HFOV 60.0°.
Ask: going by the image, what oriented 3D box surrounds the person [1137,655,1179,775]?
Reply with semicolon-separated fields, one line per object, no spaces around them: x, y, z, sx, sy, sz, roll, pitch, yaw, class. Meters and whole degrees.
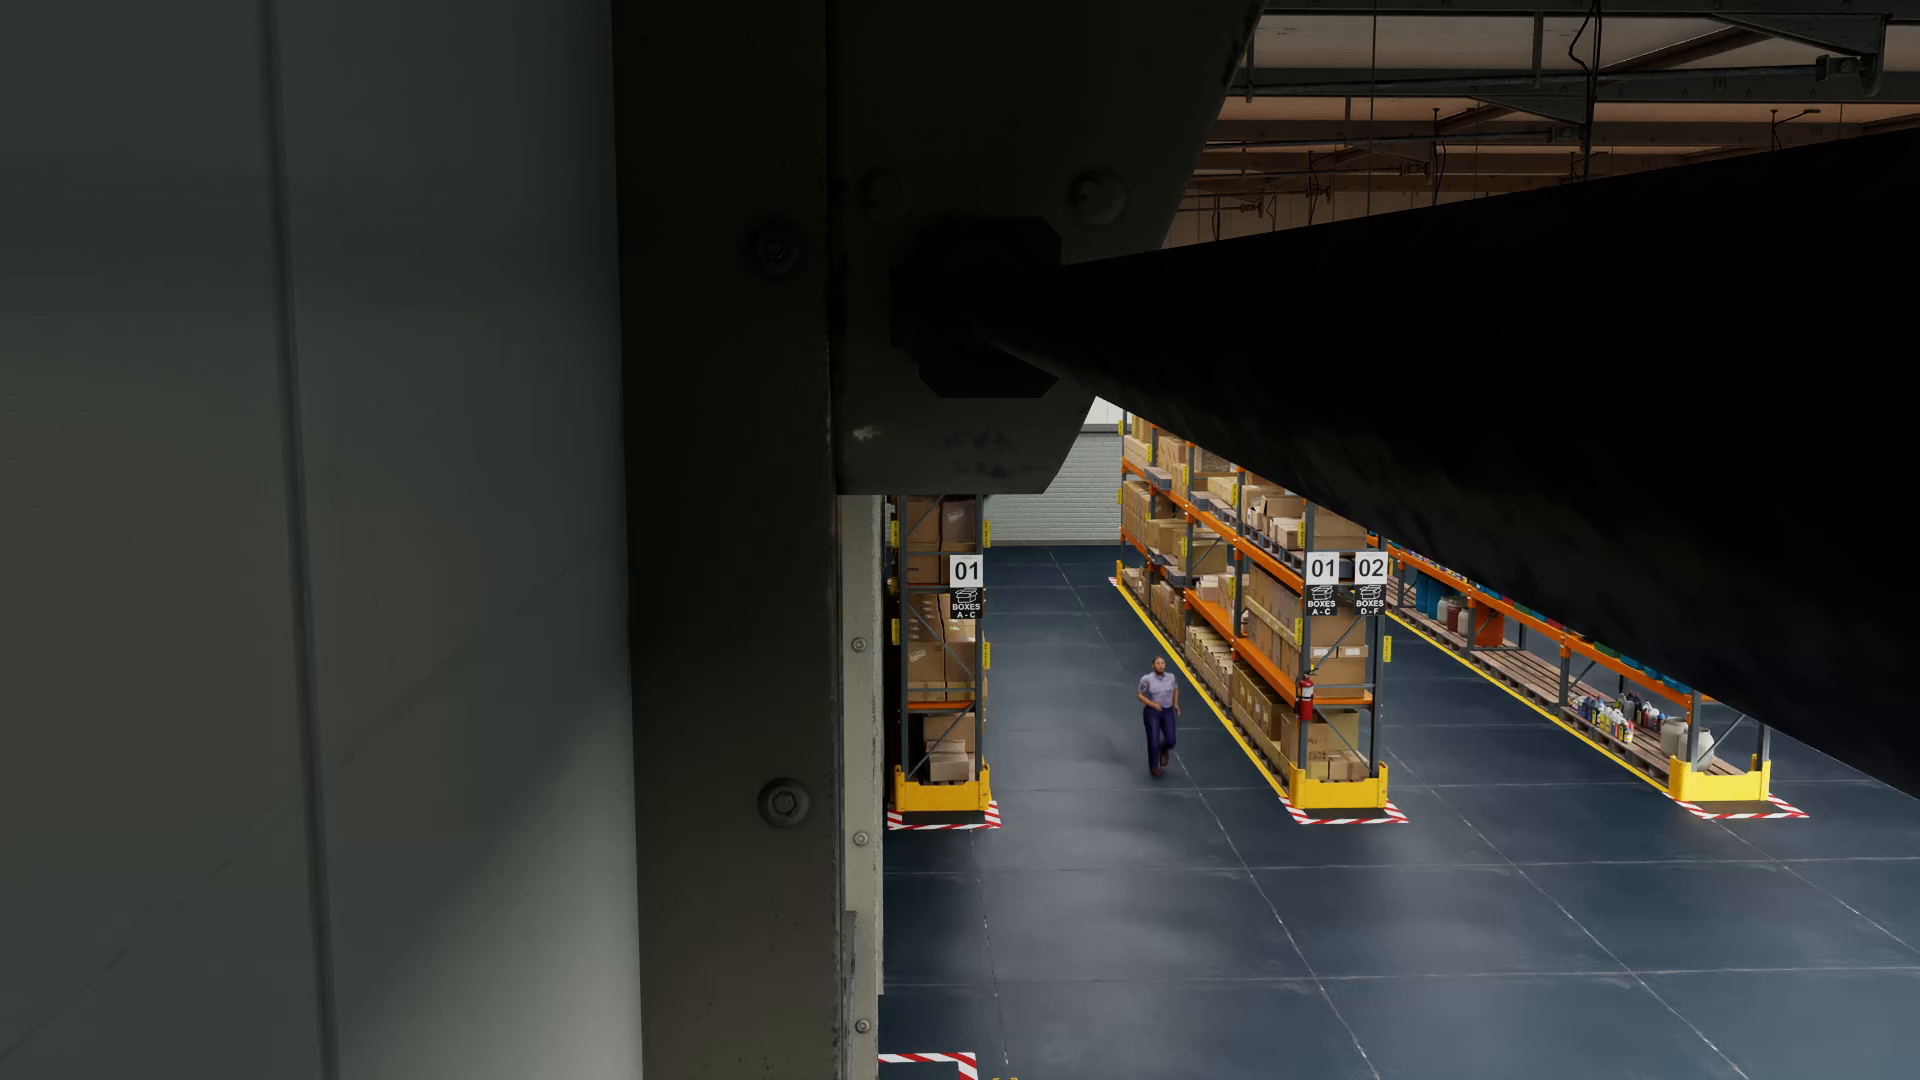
2.646;2.321;21.940;0.600;1.608;0.530;-1;9;-8;person
